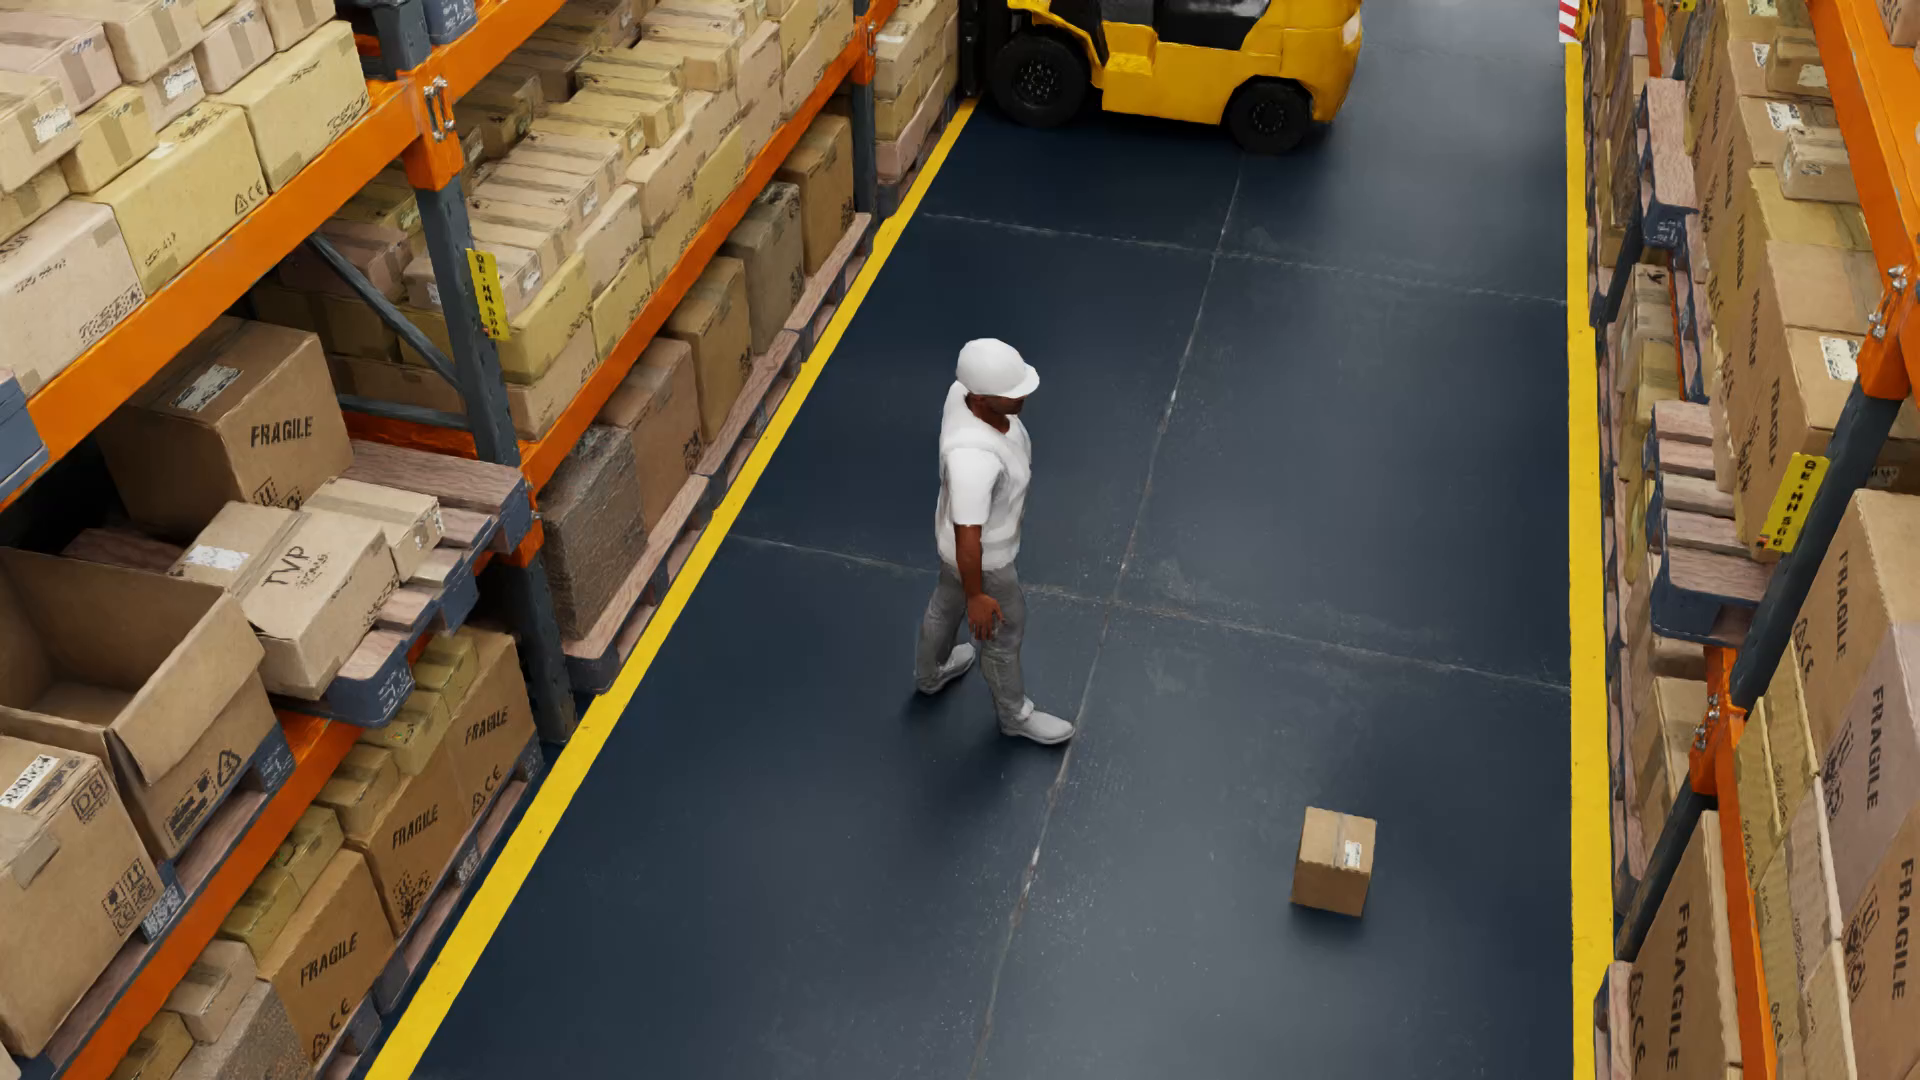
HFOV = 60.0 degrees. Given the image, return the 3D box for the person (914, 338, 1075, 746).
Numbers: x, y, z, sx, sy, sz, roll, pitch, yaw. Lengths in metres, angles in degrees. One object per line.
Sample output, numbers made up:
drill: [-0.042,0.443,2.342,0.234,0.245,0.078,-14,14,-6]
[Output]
person: [0.133,0.020,6.105,0.632,1.766,0.709,-1,41,-1]
